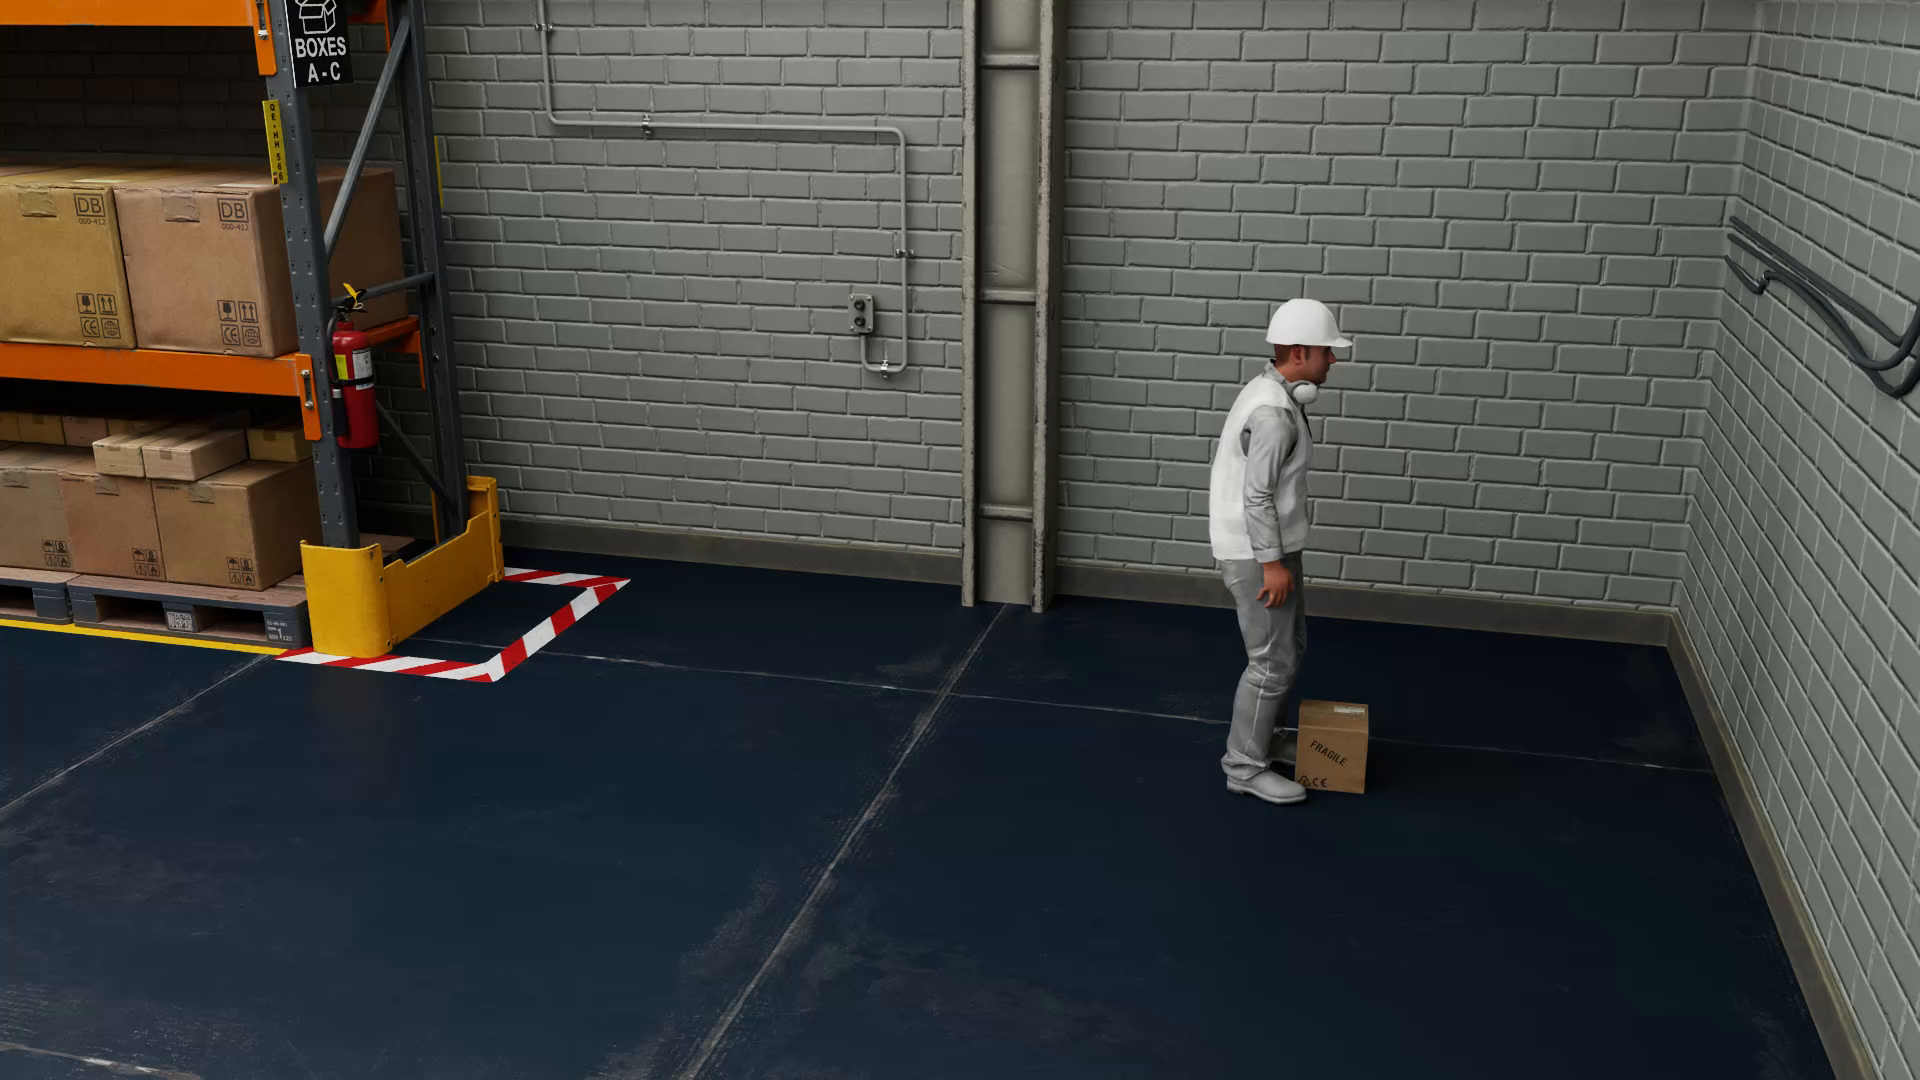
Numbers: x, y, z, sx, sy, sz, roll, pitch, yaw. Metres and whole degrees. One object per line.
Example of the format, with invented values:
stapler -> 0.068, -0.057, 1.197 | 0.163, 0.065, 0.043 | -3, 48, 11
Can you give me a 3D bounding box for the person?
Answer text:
person -> 1.118, 0.021, 5.949 | 0.464, 1.771, 0.580 | 5, 19, 14
